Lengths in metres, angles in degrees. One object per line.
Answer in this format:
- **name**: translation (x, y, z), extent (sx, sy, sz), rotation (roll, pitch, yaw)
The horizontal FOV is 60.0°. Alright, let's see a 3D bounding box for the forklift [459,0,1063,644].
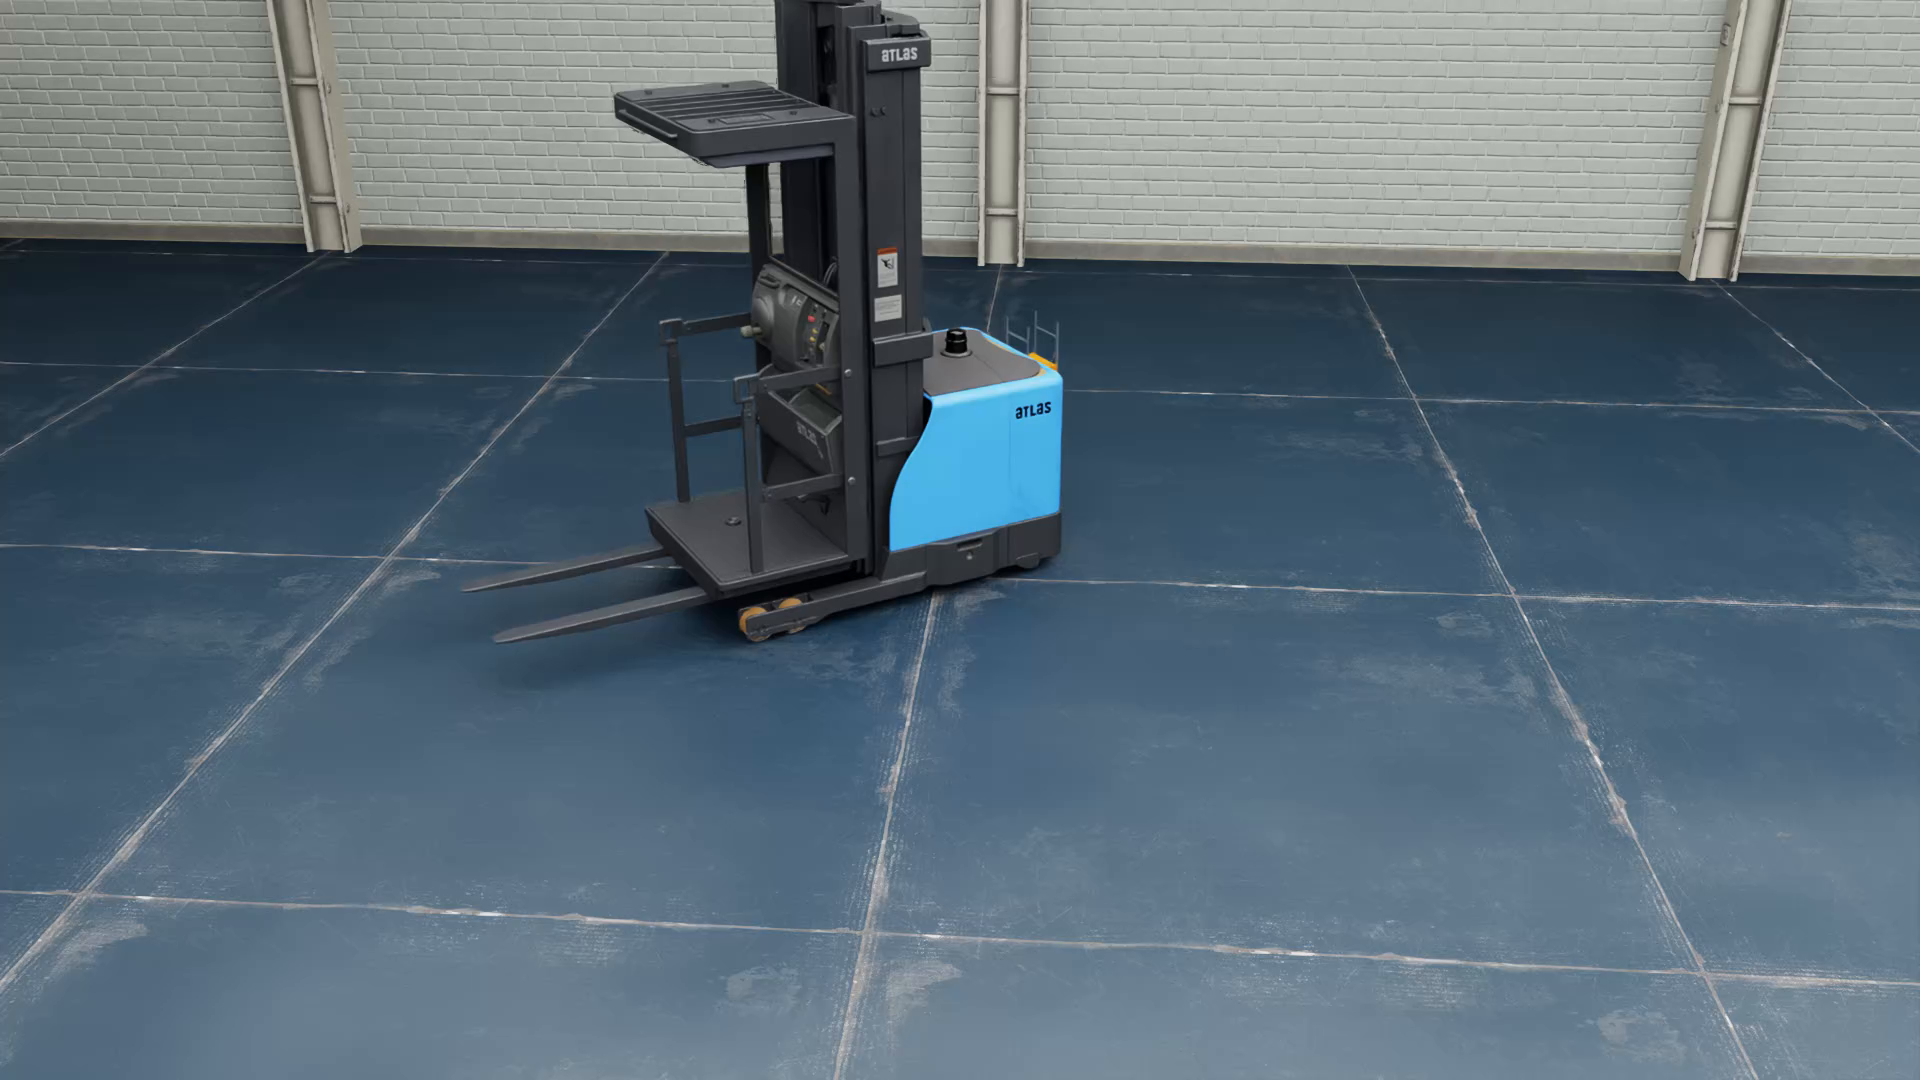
- **forklift**: translation (-0.994, -1.085, 8.101), extent (3.031, 2.935, 1.130), rotation (-13, 28, -26)

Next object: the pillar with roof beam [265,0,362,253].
- **pillar with roof beam**: translation (-5.948, -4.924, 9.186), extent (0.400, 9.000, 9.100), rotation (2, 25, 4)

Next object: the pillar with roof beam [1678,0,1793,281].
- **pillar with roof beam**: translation (6.017, -4.540, 8.351), extent (0.400, 9.000, 9.100), rotation (2, 25, 4)

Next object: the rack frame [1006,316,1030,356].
- **rack frame**: translation (0.310, -0.629, 9.181), extent (0.006, 1.200, 0.240), rotation (-13, 28, -26)

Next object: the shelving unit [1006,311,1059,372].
- **shelving unit**: translation (0.389, -0.647, 9.222), extent (0.189, 1.200, 0.258), rotation (-13, 28, -26)

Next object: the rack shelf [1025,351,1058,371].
- **rack shelf**: translation (0.389, -0.934, 9.090), extent (0.180, 0.103, 0.258), rotation (-13, 28, -26)

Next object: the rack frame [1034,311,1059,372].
- **rack frame**: translation (0.469, -0.666, 9.262), extent (0.006, 1.200, 0.240), rotation (-13, 28, -26)

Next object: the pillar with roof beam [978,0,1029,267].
- **pillar with roof beam**: translation (0.034, -4.732, 8.768), extent (0.400, 9.000, 9.100), rotation (2, 25, 4)
